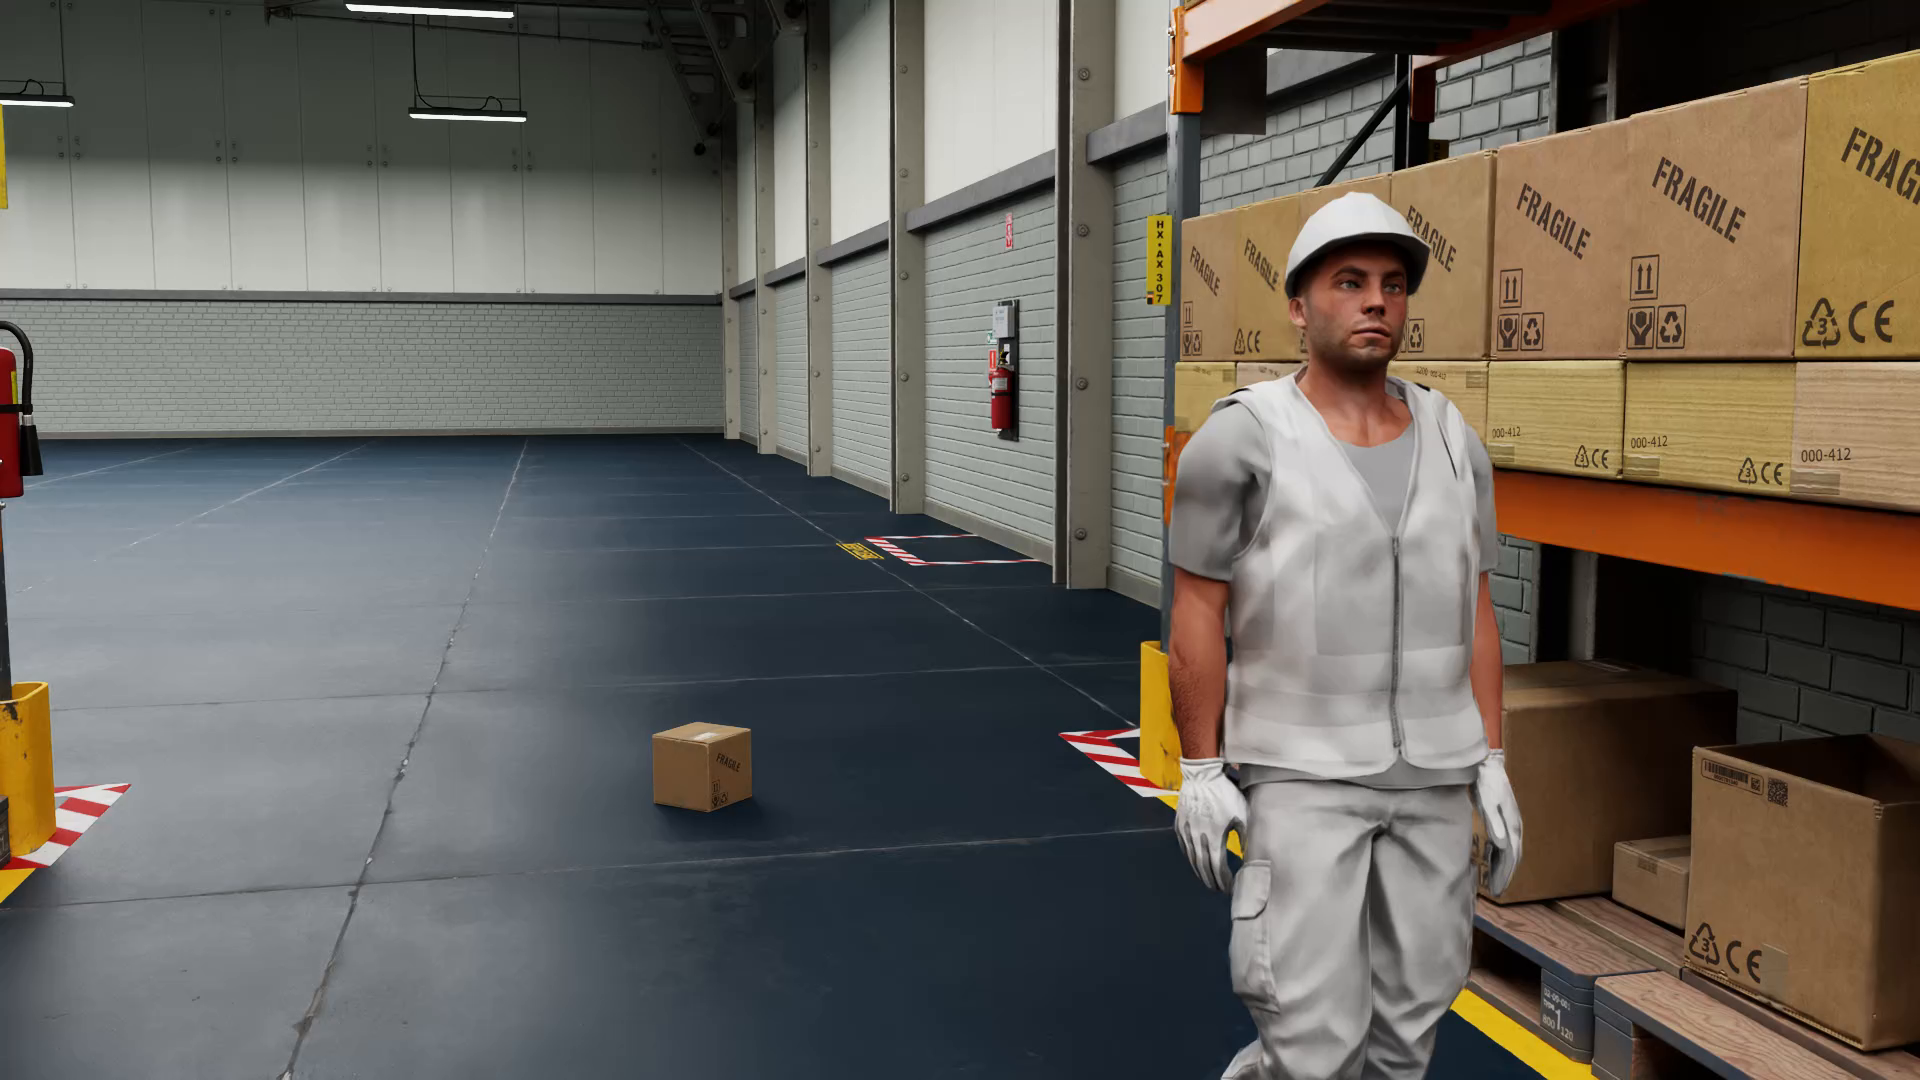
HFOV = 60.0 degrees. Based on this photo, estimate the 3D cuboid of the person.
[{"bbox_3d":[0.596,0.371,2.526,0.525,1.781,0.474,-2,6,-15],"label":"person"}]
